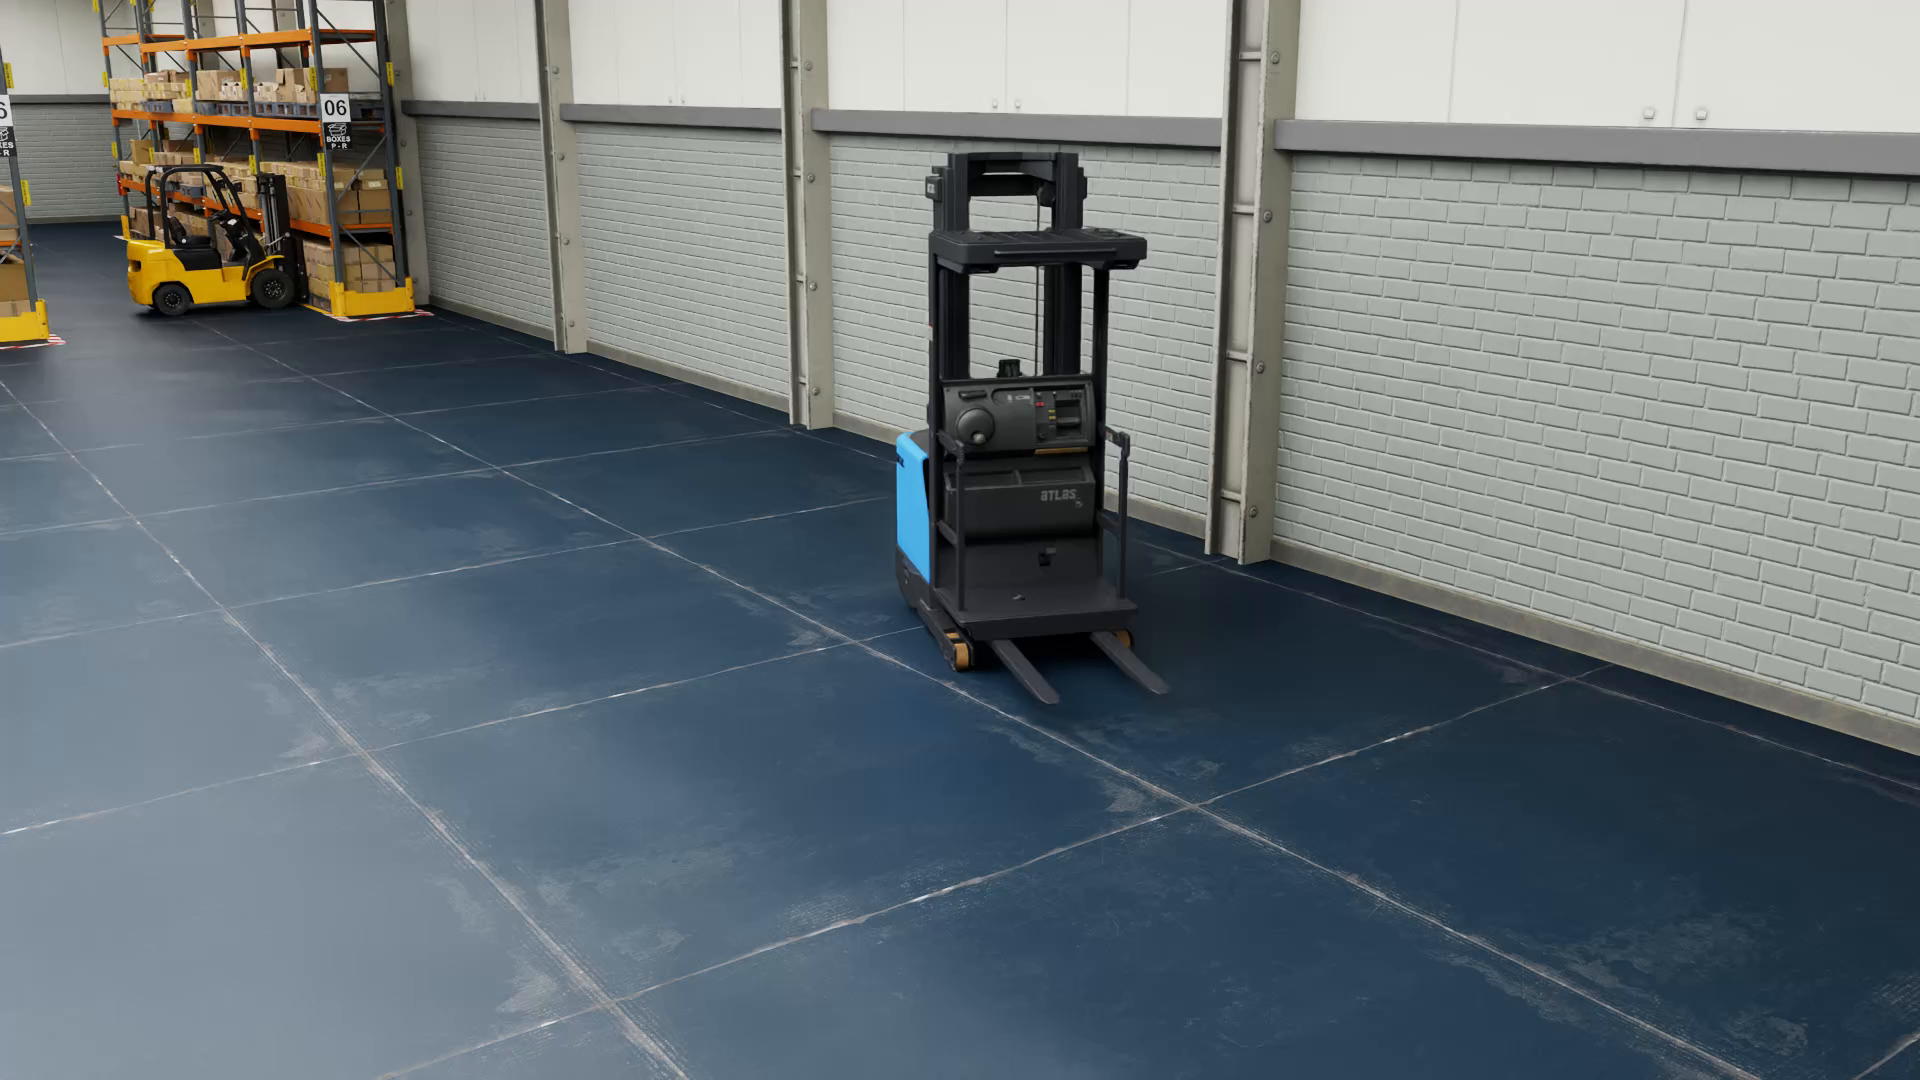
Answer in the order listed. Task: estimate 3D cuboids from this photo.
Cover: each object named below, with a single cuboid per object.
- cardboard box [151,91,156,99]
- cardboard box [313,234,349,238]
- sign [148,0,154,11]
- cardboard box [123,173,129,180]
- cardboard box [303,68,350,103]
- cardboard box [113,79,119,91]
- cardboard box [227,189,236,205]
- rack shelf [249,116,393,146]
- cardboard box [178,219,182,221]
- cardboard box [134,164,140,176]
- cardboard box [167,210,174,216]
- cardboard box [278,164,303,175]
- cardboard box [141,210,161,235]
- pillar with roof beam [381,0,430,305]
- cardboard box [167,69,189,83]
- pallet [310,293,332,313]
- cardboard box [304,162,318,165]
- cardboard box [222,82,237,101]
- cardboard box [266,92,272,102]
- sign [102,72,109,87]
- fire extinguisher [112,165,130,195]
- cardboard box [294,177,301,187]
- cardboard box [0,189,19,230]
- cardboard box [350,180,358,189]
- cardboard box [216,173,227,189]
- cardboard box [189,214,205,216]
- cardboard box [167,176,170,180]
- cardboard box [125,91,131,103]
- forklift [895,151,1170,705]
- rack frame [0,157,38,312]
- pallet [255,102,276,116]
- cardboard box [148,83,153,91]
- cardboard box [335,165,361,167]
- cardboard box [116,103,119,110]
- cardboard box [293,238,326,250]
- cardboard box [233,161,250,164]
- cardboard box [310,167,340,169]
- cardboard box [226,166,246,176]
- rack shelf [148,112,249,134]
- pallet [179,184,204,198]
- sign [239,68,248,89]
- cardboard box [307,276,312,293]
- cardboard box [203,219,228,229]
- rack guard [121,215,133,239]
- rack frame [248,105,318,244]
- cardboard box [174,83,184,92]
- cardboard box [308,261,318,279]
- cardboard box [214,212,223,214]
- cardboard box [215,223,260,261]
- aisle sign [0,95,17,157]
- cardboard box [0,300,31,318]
[{"bbox_3d":[-15.638,-8.735,32.616,0.380,0.149,0.250,-11,19,-34],"label":"cardboard box"},{"bbox_3d":[-10.178,-4.810,26.986,0.500,0.250,0.500,-11,19,-34],"label":"cardboard box"},{"bbox_3d":[-17.815,-11.807,36.599,0.100,0.325,0.005,-11,19,-35],"label":"sign"},{"bbox_3d":[-18.304,-8.071,36.858,0.380,0.149,0.250,-11,19,-35],"label":"cardboard box"},{"bbox_3d":[-9.326,-6.691,24.483,0.500,0.500,0.500,-10,18,-33],"label":"cardboard box"},{"bbox_3d":[-17.934,-9.818,35.859,0.500,0.250,0.500,-11,19,-35],"label":"cardboard box"},{"bbox_3d":[-12.605,-6.063,29.331,0.500,0.250,0.500,-10,18,-33],"label":"cardboard box"},{"bbox_3d":[-10.044,-6.415,26.013,1.077,0.370,4.000,-11,19,-35],"label":"rack shelf"},{"bbox_3d":[-15.500,-6.197,33.475,0.500,0.500,0.500,-11,19,-35],"label":"cardboard box"},{"bbox_3d":[-17.312,-7.916,35.536,0.500,0.250,0.500,-11,19,-36],"label":"cardboard box"},{"bbox_3d":[-15.928,-6.642,33.874,0.380,0.149,0.250,-10,18,-32],"label":"cardboard box"},{"bbox_3d":[-10.646,-5.916,26.526,0.380,0.149,0.250,-11,19,-35],"label":"cardboard box"},{"bbox_3d":[-17.292,-6.839,35.822,0.500,0.500,0.500,-10,18,-34],"label":"cardboard box"},{"bbox_3d":[-12.031,-7.402,22.574,9.100,9.000,0.400,-11,19,-35],"label":"pillar with roof beam"},{"bbox_3d":[-15.688,-9.315,33.390,0.396,0.266,0.258,-11,19,-35],"label":"cardboard box"},{"bbox_3d":[-9.352,-3.700,25.694,1.003,0.211,1.213,-11,19,-35],"label":"pallet"},{"bbox_3d":[-10.507,-6.111,27.240,0.380,0.149,0.250,-11,19,-35],"label":"cardboard box"},{"bbox_3d":[-12.294,-7.677,28.447,0.500,0.311,0.500,-12,19,-36],"label":"cardboard box"},{"bbox_3d":[-10.750,-7.012,26.321,0.380,0.149,0.250,-10,18,-33],"label":"cardboard box"},{"bbox_3d":[-18.715,-10.089,36.417,0.100,0.325,0.005,-11,19,-35],"label":"sign"},{"bbox_3d":[-18.736,-8.047,37.149,0.296,0.674,0.183,-11,19,-35],"label":"fire extinguisher"},{"bbox_3d":[-10.073,-5.550,25.753,0.380,0.149,0.250,-11,19,-34],"label":"cardboard box"},{"bbox_3d":[-12.935,-4.453,22.410,0.500,0.500,0.500,-11,19,-35],"label":"cardboard box"},{"bbox_3d":[-9.054,-5.405,25.223,0.380,0.149,0.250,-11,19,-35],"label":"cardboard box"},{"bbox_3d":[-12.922,-6.411,29.654,0.500,0.250,0.500,-11,19,-36],"label":"cardboard box"},{"bbox_3d":[-14.927,-6.320,32.697,0.380,0.149,0.250,-11,19,-34],"label":"cardboard box"},{"bbox_3d":[-15.417,-7.232,32.776,0.396,0.266,0.258,-10,18,-32],"label":"cardboard box"},{"bbox_3d":[-17.307,-9.362,35.138,0.500,0.250,0.500,-11,19,-35],"label":"cardboard box"},{"bbox_3d":[0.415,-0.757,9.790,1.130,2.935,3.031,-4,16,-14],"label":"forklift"},{"bbox_3d":[-12.881,-4.117,21.936,1.000,3.000,0.127,-11,19,-35],"label":"rack frame"},{"bbox_3d":[-10.698,-6.968,26.839,1.003,0.211,1.213,-11,19,-35],"label":"pallet"},{"bbox_3d":[-15.774,-8.932,32.774,0.380,0.149,0.250,-11,19,-36],"label":"cardboard box"},{"bbox_3d":[-9.569,-5.792,26.073,0.380,0.149,0.250,-11,19,-36],"label":"cardboard box"},{"bbox_3d":[-18.276,-9.526,36.493,0.380,0.149,0.250,-10,18,-33],"label":"cardboard box"},{"bbox_3d":[-10.293,-4.620,26.294,0.500,0.250,0.500,-11,19,-36],"label":"cardboard box"},{"bbox_3d":[-13.217,-6.919,30.757,0.380,0.149,0.250,-10,18,-33],"label":"cardboard box"},{"bbox_3d":[-9.681,-5.601,25.375,0.380,0.149,0.250,-11,19,-34],"label":"cardboard box"},{"bbox_3d":[-12.594,-6.455,29.059,0.380,0.149,0.250,-11,19,-36],"label":"cardboard box"},{"bbox_3d":[-14.748,-8.123,32.254,1.077,0.370,4.000,-11,19,-35],"label":"rack shelf"},{"bbox_3d":[-14.027,-6.638,31.509,1.213,0.211,1.003,-11,19,-35],"label":"pallet"},{"bbox_3d":[-11.653,-7.504,27.053,0.100,0.325,0.005,-11,19,-35],"label":"sign"},{"bbox_3d":[-9.972,-4.032,26.037,0.500,0.250,0.500,-11,19,-34],"label":"cardboard box"},{"bbox_3d":[-14.067,-5.972,31.426,0.380,0.149,0.250,-12,19,-37],"label":"cardboard box"},{"bbox_3d":[-18.231,-7.083,37.507,1.175,0.500,0.348,-11,19,-35],"label":"rack guard"},{"bbox_3d":[-11.220,-5.742,27.874,1.000,3.000,0.127,-11,19,-35],"label":"rack frame"},{"bbox_3d":[-14.626,-8.558,31.444,0.380,0.149,0.250,-11,19,-36],"label":"cardboard box"},{"bbox_3d":[-9.693,-4.170,25.595,0.500,0.250,0.500,-11,19,-35],"label":"cardboard box"},{"bbox_3d":[-14.679,-6.457,33.195,0.380,0.149,0.250,-11,19,-34],"label":"cardboard box"},{"bbox_3d":[-13.216,-5.518,30.759,0.875,0.625,0.625,-10,18,-33],"label":"cardboard box"},{"bbox_3d":[-12.594,-5.406,21.720,0.394,0.787,0.004,-11,19,-35],"label":"aisle sign"},{"bbox_3d":[-13.132,-3.208,23.029,0.500,0.250,0.500,-11,19,-35],"label":"cardboard box"}]
